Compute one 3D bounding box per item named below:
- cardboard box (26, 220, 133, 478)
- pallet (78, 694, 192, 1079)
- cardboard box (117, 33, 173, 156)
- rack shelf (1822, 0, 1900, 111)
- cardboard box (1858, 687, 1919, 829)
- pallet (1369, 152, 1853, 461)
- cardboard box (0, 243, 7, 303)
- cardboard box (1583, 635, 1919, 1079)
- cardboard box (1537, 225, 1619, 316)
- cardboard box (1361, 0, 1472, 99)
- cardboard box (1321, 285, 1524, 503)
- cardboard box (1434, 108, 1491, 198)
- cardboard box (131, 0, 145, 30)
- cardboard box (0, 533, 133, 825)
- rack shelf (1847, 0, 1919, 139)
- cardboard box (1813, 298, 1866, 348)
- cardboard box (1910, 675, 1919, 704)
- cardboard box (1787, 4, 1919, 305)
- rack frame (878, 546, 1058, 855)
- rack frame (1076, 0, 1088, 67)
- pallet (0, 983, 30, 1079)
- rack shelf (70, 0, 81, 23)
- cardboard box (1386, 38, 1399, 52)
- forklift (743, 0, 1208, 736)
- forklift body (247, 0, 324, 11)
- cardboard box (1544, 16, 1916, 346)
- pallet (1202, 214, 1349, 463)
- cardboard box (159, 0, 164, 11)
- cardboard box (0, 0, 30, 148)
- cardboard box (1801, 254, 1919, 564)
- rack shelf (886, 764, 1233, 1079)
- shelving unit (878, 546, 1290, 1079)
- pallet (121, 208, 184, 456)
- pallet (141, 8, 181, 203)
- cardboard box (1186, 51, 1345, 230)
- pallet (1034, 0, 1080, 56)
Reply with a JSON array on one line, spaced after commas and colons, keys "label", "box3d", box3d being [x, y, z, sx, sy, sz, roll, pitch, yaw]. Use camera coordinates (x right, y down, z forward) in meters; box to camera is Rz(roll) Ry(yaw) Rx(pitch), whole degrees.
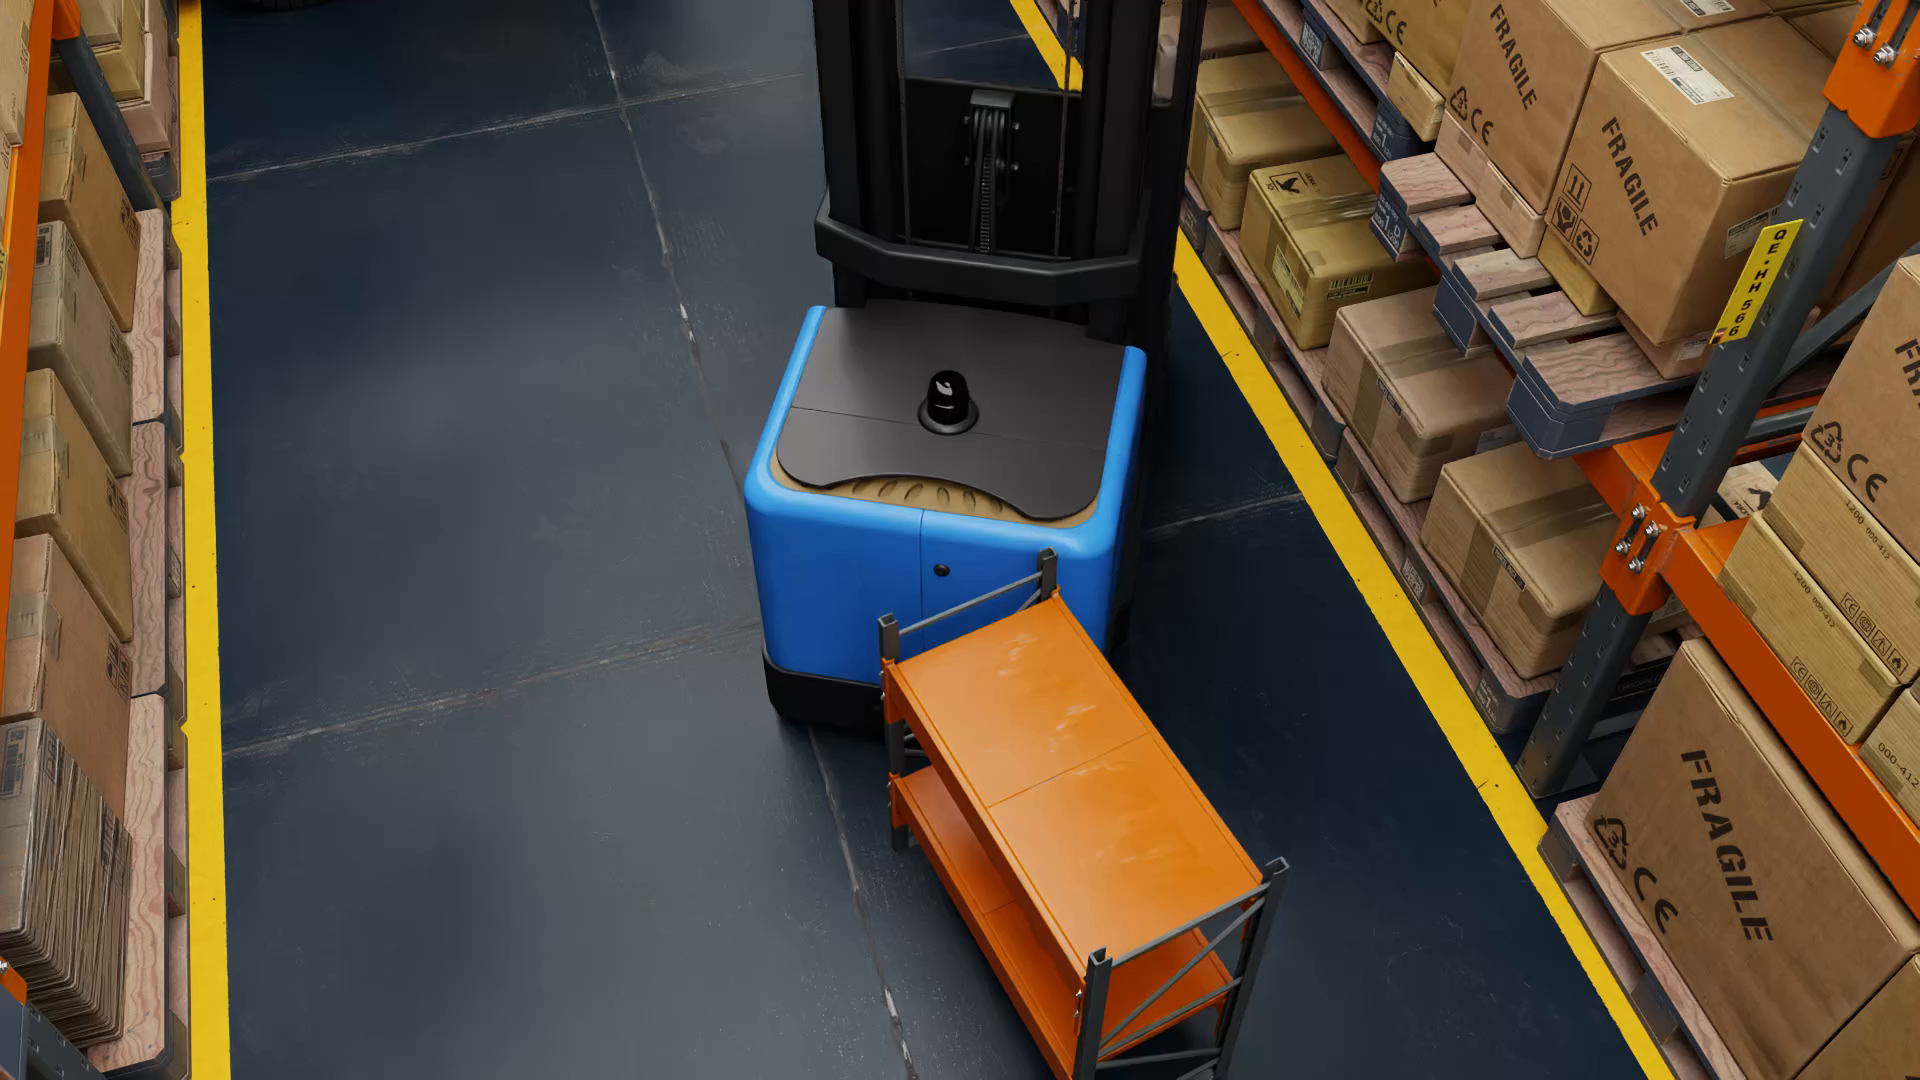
[{"label": "cardboard box", "box3d": [-3.325, -0.546, 5.527, 0.875, 0.625, 0.625, -14, 51, -11]}, {"label": "pallet", "box3d": [-2.736, 1.087, 4.696, 1.003, 0.211, 1.213, -13, 51, -11]}, {"label": "cardboard box", "box3d": [-3.539, -1.801, 6.830, 0.500, 0.250, 0.500, -13, 51, -11]}, {"label": "rack shelf", "box3d": [1.619, -2.523, 4.423, 1.077, 0.370, 4.000, -13, 51, -11]}, {"label": "cardboard box", "box3d": [2.284, 0.507, 3.459, 0.500, 0.250, 0.500, -15, 51, -12]}, {"label": "pallet", "box3d": [1.898, -0.762, 4.556, 1.213, 0.211, 1.003, -13, 51, -11]}, {"label": "cardboard box", "box3d": [-2.882, -0.655, 4.439, 0.500, 0.250, 0.500, -12, 51, -10]}, {"label": "cardboard box", "box3d": [2.336, 0.746, 4.275, 0.875, 0.875, 0.875, -14, 51, -11]}, {"label": "cardboard box", "box3d": [1.741, -0.747, 4.308, 0.380, 0.149, 0.250, -13, 51, -10]}, {"label": "cardboard box", "box3d": [1.497, -1.603, 4.605, 0.500, 0.500, 0.500, -16, 52, -13]}, {"label": "cardboard box", "box3d": [1.827, -0.567, 5.711, 0.950, 0.372, 0.625, -14, 51, -12]}, {"label": "cardboard box", "box3d": [1.557, -1.107, 4.611, 0.380, 0.149, 0.250, -16, 52, -13]}, {"label": "cardboard box", "box3d": [-3.712, -2.324, 6.944, 0.500, 0.250, 0.500, -14, 51, -11]}, {"label": "cardboard box", "box3d": [-2.902, 0.494, 4.650, 0.875, 0.625, 0.625, -12, 51, -10]}, {"label": "rack shelf", "box3d": [2.802, 0.399, 1.961, 1.077, 0.370, 4.000, -13, 51, -11]}, {"label": "cardboard box", "box3d": [2.292, -0.661, 4.235, 0.380, 0.149, 0.250, -16, 52, -13]}, {"label": "cardboard box", "box3d": [2.277, 0.364, 3.253, 0.500, 0.250, 0.500, -12, 51, -10]}, {"label": "cardboard box", "box3d": [2.299, -0.972, 4.073, 0.500, 0.500, 0.500, -15, 51, -12]}, {"label": "rack frame", "box3d": [0.023, 0.477, 4.612, 0.500, 1.125, 0.032, -22, 53, -18]}, {"label": "rack frame", "box3d": [1.028, -3.249, 6.527, 1.000, 3.000, 0.127, -13, 51, -11]}, {"label": "pallet", "box3d": [-2.262, 1.339, 2.785, 1.213, 0.211, 1.003, -13, 51, -11]}, {"label": "rack shelf", "box3d": [-4.304, -3.352, 7.085, 1.077, 0.370, 4.000, -13, 51, -11]}, {"label": "cardboard box", "box3d": [1.508, -1.517, 4.956, 0.380, 0.149, 0.250, -13, 51, -11]}, {"label": "forklift", "box3d": [0.179, -1.419, 5.030, 1.130, 2.935, 3.031, 8, 50, 7]}, {"label": "forklift body", "box3d": [-2.592, -3.799, 7.546, 2.313, 2.155, 1.214, -13, 51, -11]}, {"label": "cardboard box", "box3d": [1.811, -0.860, 3.978, 0.500, 0.500, 0.500, -15, 51, -12]}, {"label": "pallet", "box3d": [1.624, -0.889, 6.361, 1.003, 0.211, 1.213, -13, 51, -11]}, {"label": "cardboard box", "box3d": [-3.871, -2.540, 7.453, 0.500, 0.250, 0.500, -13, 51, -10]}, {"label": "cardboard box", "box3d": [-3.160, -1.400, 5.067, 0.500, 0.250, 0.500, -14, 51, -11]}, {"label": "cardboard box", "box3d": [2.123, -0.266, 3.293, 0.500, 0.500, 0.500, -15, 51, -12]}, {"label": "rack shelf", "box3d": [0.262, 0.978, 4.510, 0.538, 0.278, 1.000, -22, 53, -18]}, {"label": "shelving unit", "box3d": [0.262, 0.820, 4.323, 0.538, 1.125, 1.048, -22, 53, -18]}, {"label": "pallet", "box3d": [-3.457, -0.695, 6.198, 1.003, 0.211, 1.213, -13, 51, -11]}, {"label": "pallet", "box3d": [-3.908, -1.815, 7.142, 1.003, 0.211, 1.213, -13, 51, -11]}, {"label": "cardboard box", "box3d": [1.401, -1.630, 6.606, 0.950, 0.372, 0.625, -10, 51, -9]}, {"label": "pallet", "box3d": [0.796, -2.832, 8.000, 1.003, 0.211, 1.213, -13, 51, -11]}]
